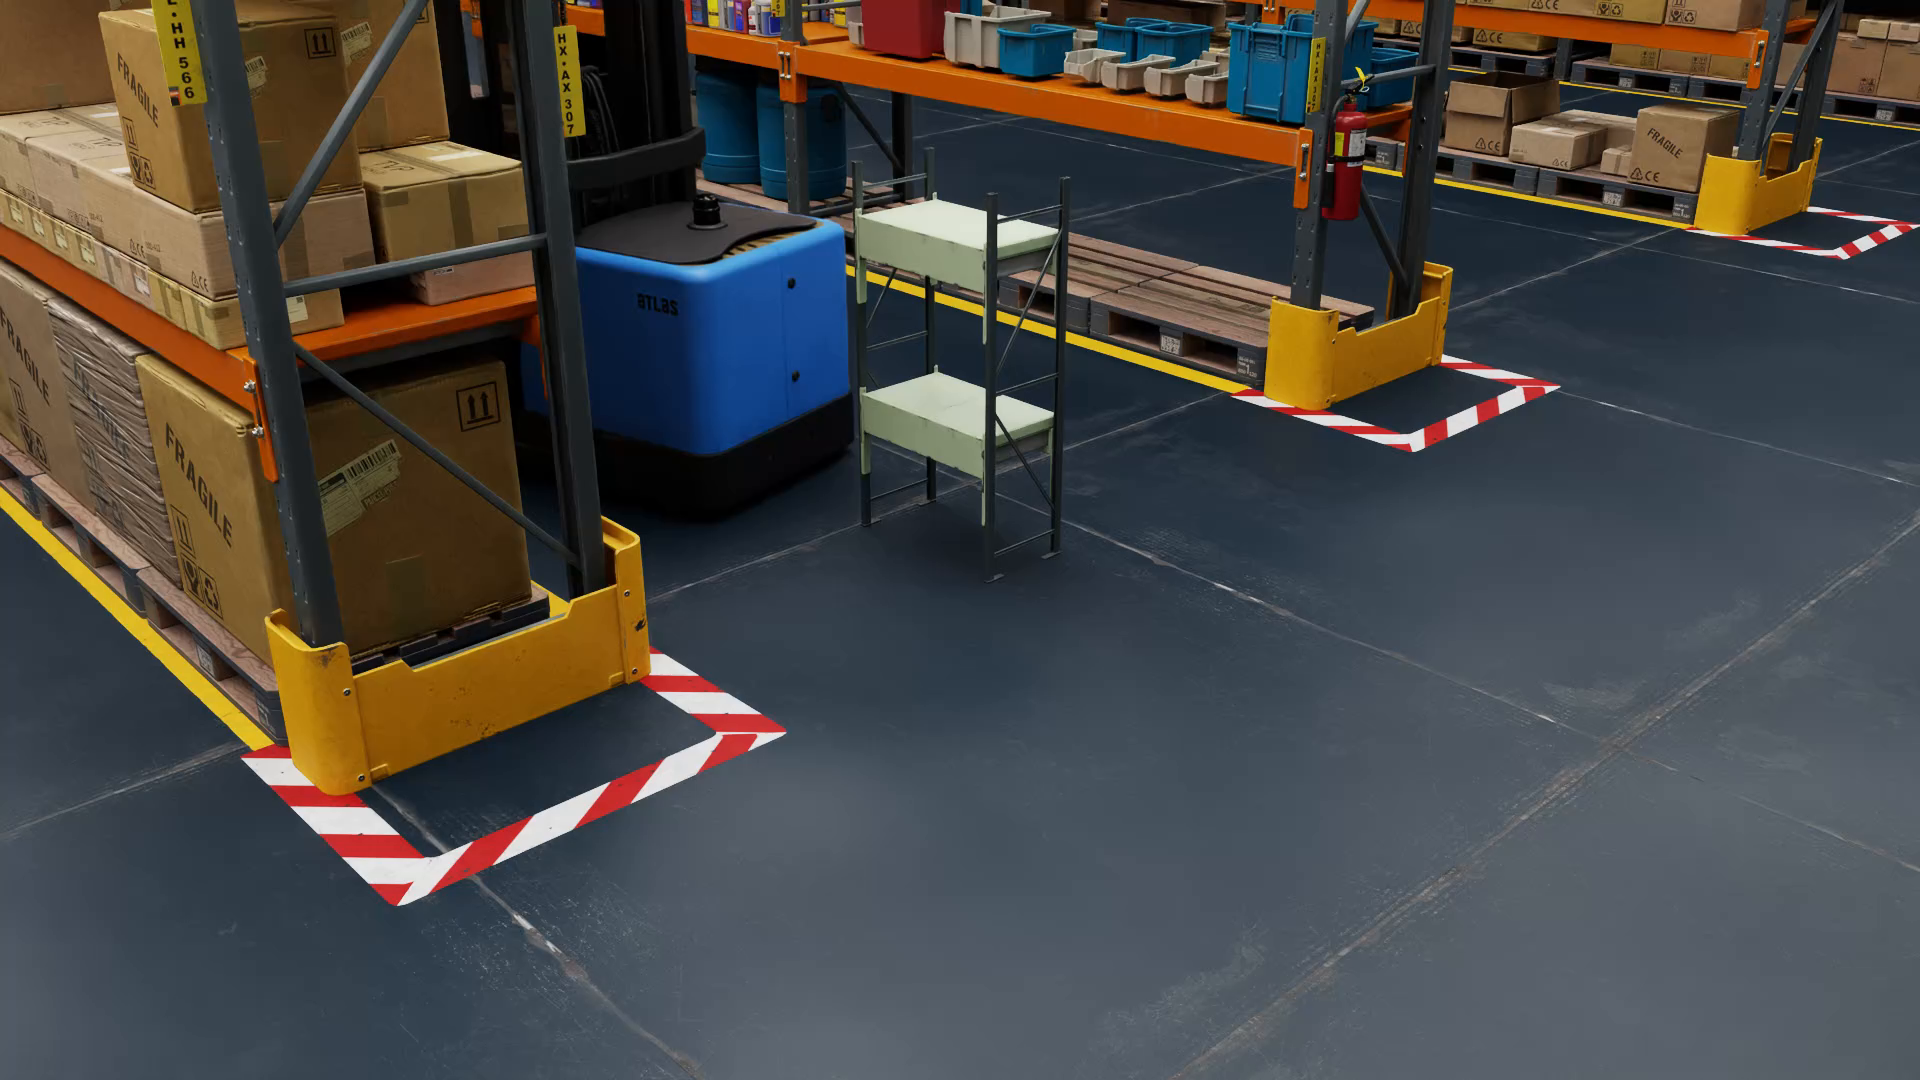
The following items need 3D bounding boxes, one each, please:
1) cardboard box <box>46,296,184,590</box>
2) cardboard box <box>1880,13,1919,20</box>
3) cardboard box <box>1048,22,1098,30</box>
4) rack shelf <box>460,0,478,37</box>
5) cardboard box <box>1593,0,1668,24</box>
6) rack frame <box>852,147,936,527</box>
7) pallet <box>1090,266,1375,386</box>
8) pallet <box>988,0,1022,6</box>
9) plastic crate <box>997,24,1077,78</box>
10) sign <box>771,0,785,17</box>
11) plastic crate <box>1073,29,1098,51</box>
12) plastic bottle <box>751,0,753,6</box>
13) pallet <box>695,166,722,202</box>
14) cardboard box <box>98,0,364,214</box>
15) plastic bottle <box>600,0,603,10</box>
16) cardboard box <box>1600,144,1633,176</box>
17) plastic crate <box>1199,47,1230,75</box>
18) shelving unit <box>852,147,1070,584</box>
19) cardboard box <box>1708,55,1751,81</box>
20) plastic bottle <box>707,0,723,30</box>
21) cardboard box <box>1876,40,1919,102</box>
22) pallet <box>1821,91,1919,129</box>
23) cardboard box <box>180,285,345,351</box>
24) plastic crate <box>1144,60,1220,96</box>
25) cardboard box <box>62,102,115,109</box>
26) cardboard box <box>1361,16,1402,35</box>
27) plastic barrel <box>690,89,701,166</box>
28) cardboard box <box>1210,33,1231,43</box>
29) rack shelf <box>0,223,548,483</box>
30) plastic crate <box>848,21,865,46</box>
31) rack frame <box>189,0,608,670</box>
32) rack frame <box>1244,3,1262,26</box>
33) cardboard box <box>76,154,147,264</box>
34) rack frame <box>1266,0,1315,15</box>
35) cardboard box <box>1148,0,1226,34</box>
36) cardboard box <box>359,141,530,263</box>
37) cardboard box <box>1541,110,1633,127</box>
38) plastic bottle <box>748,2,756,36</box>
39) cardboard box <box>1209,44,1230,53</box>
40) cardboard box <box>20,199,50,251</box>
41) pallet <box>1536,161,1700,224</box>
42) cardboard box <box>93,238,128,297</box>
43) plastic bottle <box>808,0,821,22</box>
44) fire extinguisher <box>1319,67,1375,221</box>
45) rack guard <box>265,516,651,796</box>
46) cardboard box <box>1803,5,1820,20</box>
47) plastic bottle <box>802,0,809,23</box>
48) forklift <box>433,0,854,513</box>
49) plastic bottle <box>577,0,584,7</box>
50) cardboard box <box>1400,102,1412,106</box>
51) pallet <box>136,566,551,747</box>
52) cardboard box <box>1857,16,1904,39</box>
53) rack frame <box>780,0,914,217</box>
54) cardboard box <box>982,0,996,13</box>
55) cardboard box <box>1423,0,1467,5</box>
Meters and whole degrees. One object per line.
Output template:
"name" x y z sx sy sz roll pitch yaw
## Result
"cardboard box" -2.719 -0.472 6.225 0.875 0.875 0.875 -21 32 -38
"cardboard box" 8.579 -4.721 15.209 0.380 0.149 0.250 -21 32 -38
"cardboard box" 0.968 -4.567 15.629 0.500 0.500 0.500 -22 32 -39
"rack shelf" -4.821 -4.908 14.762 1.077 0.370 4.000 -21 32 -38
"cardboard box" 4.770 -3.870 11.499 0.500 0.500 0.500 -21 32 -38
"rack frame" -0.255 -0.795 6.686 0.400 1.500 0.023 -21 32 -38
"pallet" 1.479 -1.198 9.122 1.003 0.211 1.213 -21 32 -38
"pallet" 0.559 -7.577 23.104 1.003 0.211 1.213 -21 32 -38
"plastic crate" 0.423 -2.707 9.198 0.416 0.233 0.300 -21 32 -38
"sign" -1.123 -3.388 10.230 0.100 0.325 0.005 -21 32 -38
"plastic crate" 0.690 -2.883 9.701 0.293 0.136 0.466 -21 32 -38
"plastic bottle" -1.371 -3.440 10.916 0.097 0.201 0.097 0 25 0
"pallet" -2.055 -2.765 12.556 1.003 0.211 1.213 -21 32 -38
"cardboard box" -2.126 -1.282 4.866 0.500 0.500 0.500 -21 32 -38
"plastic bottle" -2.546 -3.956 11.962 0.097 0.271 0.097 0 25 0
"cardboard box" 4.870 -2.764 12.079 0.380 0.166 0.250 -21 32 -38
"plastic crate" 1.463 -2.608 9.098 0.250 0.136 0.298 -21 32 -38
"shelving unit" -0.005 -0.684 6.443 0.431 1.500 0.755 -21 32 -38
"cardboard box" 7.638 -4.717 15.982 0.700 0.500 0.500 -20 31 -37
"plastic bottle" -1.587 -3.581 11.045 0.144 0.351 0.185 -21 32 -38
"cardboard box" 8.694 -4.254 14.967 0.700 0.500 0.500 -21 32 -38
"pallet" 8.642 -3.968 15.193 1.003 0.211 1.213 -21 32 -38
"cardboard box" -2.085 -0.701 4.976 0.380 0.149 0.250 -20 32 -38
"plastic crate" 1.137 -2.401 8.644 0.396 0.136 0.243 -21 32 -38
"cardboard box" -3.511 -1.556 6.369 0.500 0.250 0.500 -20 31 -37
"cardboard box" 4.779 -6.126 18.648 0.750 0.750 0.750 -21 32 -39
"plastic barrel" -1.884 -3.058 12.330 0.421 0.512 0.421 0 25 0
"cardboard box" 2.373 -4.259 14.953 0.500 0.500 0.500 -21 32 -38
"rack shelf" -2.969 -1.080 6.369 1.077 0.370 4.000 -21 32 -38
"plastic crate" -0.506 -3.144 10.272 0.396 0.136 0.243 -21 32 -38
"rack frame" -1.602 -0.801 4.892 1.000 3.000 0.127 -21 32 -38
"rack frame" 3.778 -7.440 19.445 1.000 3.000 0.127 -21 32 -38
"cardboard box" -2.473 -1.093 5.355 0.500 0.250 0.500 -22 32 -39
"rack frame" 2.898 -4.822 13.706 1.000 3.000 0.127 -21 32 -38
"cardboard box" 2.062 -4.745 15.115 0.500 0.250 0.500 -21 32 -38
"cardboard box" -1.733 -1.090 5.348 0.500 0.250 0.500 -22 33 -40
"cardboard box" 4.784 -3.107 12.730 0.500 0.250 0.500 -21 32 -38
"plastic bottle" -1.325 -3.383 10.790 0.097 0.201 0.097 0 25 0
"cardboard box" 2.352 -3.953 14.283 0.500 0.500 0.500 -21 32 -39
"cardboard box" -3.130 -1.164 5.991 0.380 0.149 0.250 -20 32 -37
"pallet" 5.035 -2.606 12.208 1.003 0.211 1.213 -21 32 -38
"cardboard box" -2.606 -0.932 5.482 0.380 0.149 0.250 -21 32 -38
"plastic bottle" -1.008 -3.721 11.441 0.152 0.276 0.135 -21 32 -38
"fire extinguisher" 1.785 -1.827 7.682 0.296 0.674 0.183 -21 32 -38
"rack guard" -1.585 0.344 5.395 1.175 0.500 0.348 -21 32 -38
"cardboard box" 8.058 -4.952 15.714 0.380 0.149 0.250 -21 32 -38
"plastic bottle" -1.087 -3.646 11.367 0.097 0.201 0.097 0 25 0
"forklift" -1.997 -1.896 7.375 3.031 2.935 1.130 15 28 30
"plastic bottle" -2.770 -4.055 12.180 0.097 0.271 0.097 0 25 0
"cardboard box" 3.795 -3.536 13.792 0.380 0.149 0.250 -21 32 -38
"pallet" -2.205 0.248 5.953 1.003 0.211 1.213 -21 32 -38
"cardboard box" 8.298 -4.614 14.973 0.380 0.149 0.250 -20 31 -37
"rack frame" -0.720 -3.418 10.628 1.000 3.000 0.127 -21 32 -38
"cardboard box" 0.021 -5.471 17.260 0.500 0.311 0.500 -20 31 -37
"cardboard box" 3.740 -4.329 12.505 0.500 0.500 0.500 -21 32 -39
